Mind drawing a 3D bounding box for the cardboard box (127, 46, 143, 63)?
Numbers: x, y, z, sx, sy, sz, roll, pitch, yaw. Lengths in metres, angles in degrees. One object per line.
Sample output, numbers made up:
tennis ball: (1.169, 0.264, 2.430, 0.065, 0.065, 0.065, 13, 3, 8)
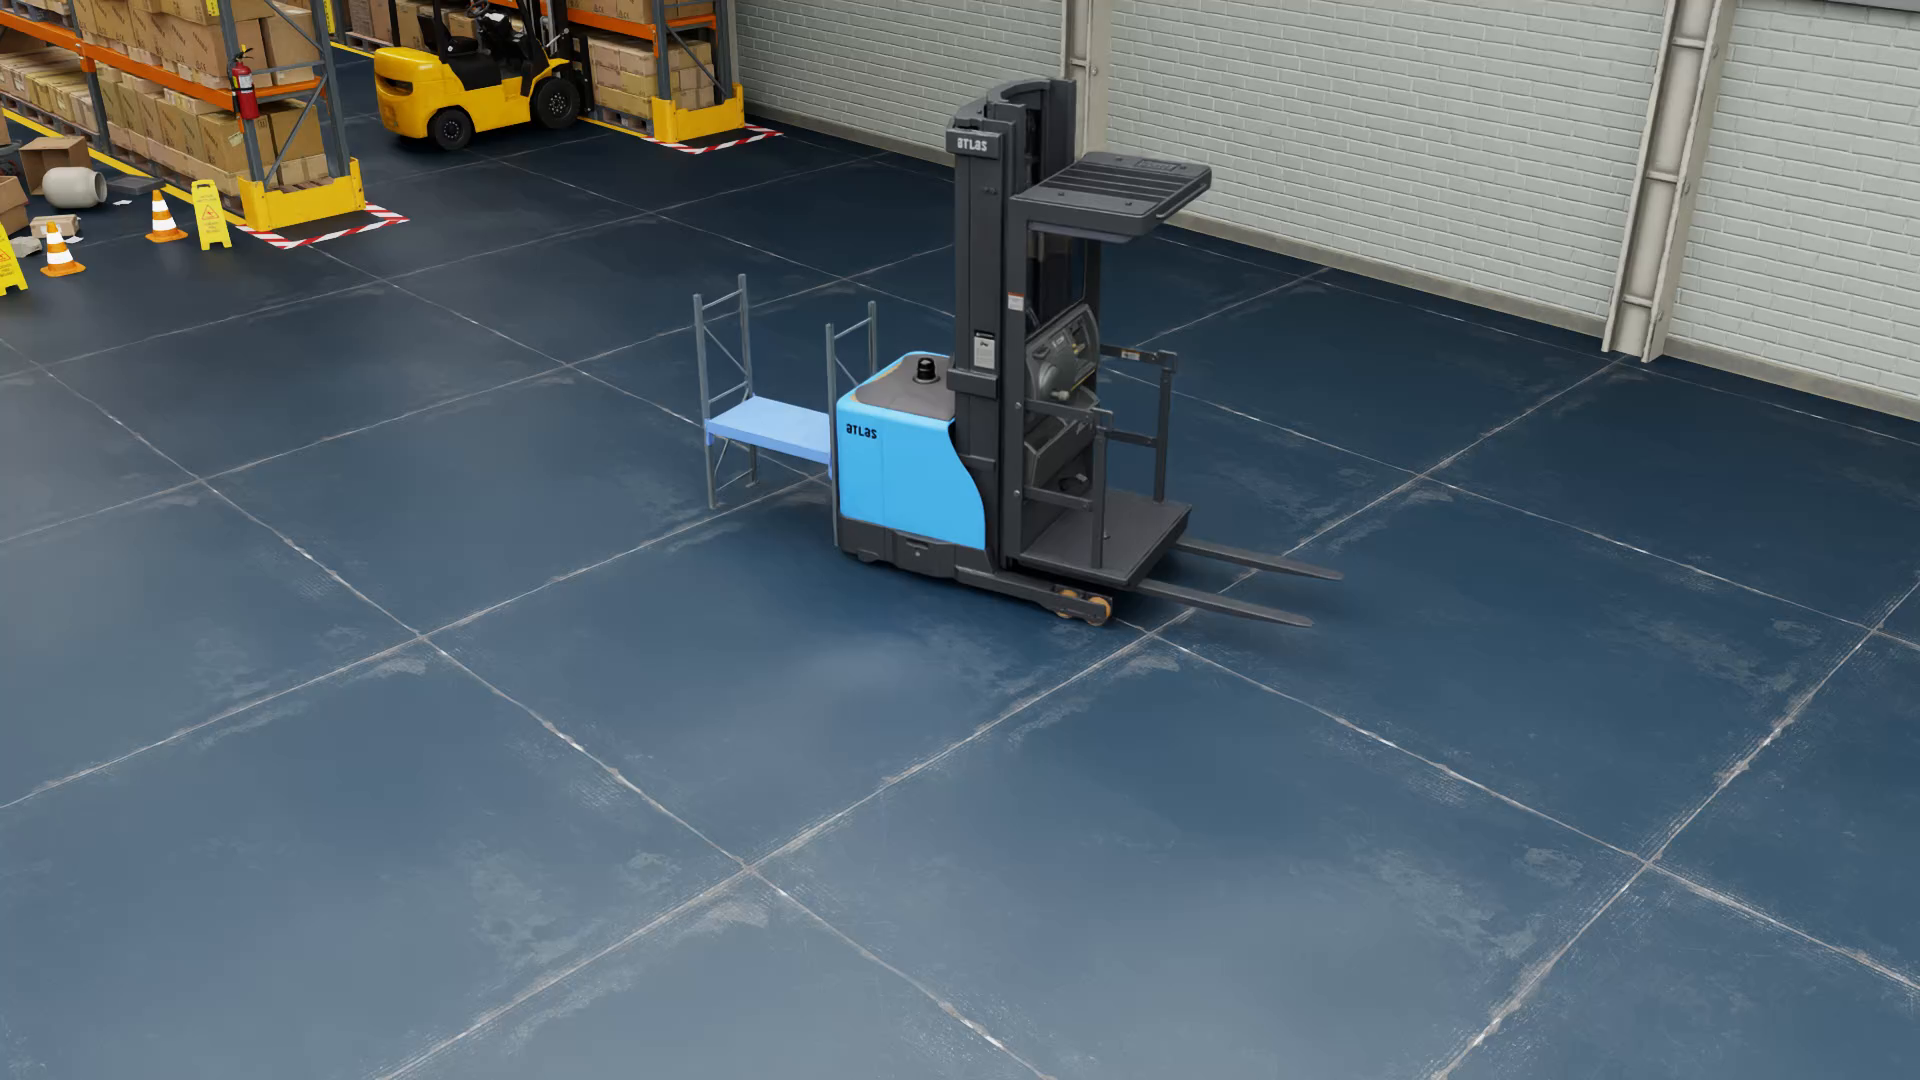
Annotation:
cardboard box: (-8.582, -5.182, 17.646, 0.250, 0.149, 0.380, 25, 37, 39)

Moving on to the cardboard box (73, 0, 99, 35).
cardboard box: (-9.369, -5.863, 18.244, 0.500, 0.500, 0.500, 24, 36, 38)

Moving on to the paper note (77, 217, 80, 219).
paper note: (-9.025, -3.292, 16.993, 0.123, 0.001, 0.032, 25, 36, 38)

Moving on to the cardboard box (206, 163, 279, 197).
cardboard box: (-7.418, -3.769, 17.192, 0.500, 0.250, 0.500, 24, 36, 38)

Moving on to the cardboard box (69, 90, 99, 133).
cardboard box: (-9.863, -5.116, 19.623, 0.950, 0.372, 0.625, -25, 37, -39)

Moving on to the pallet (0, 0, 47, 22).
pallet: (-10.900, -6.511, 20.109, 1.213, 0.211, 1.003, 25, 36, 38)

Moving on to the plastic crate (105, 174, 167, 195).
plastic crate: (-8.943, -3.847, 17.973, 0.583, 0.080, 0.402, 12, 30, 22)

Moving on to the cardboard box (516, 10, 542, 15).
cardboard box: (-5.524, -6.887, 22.046, 0.500, 0.250, 0.500, -24, 36, -38)

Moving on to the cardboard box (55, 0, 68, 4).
cardboard box: (-9.978, -6.360, 18.737, 0.500, 0.500, 0.500, 24, 36, 38)

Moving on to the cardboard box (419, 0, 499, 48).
cardboard box: (-6.938, -7.129, 23.178, 0.625, 0.625, 0.875, 24, 36, 38)

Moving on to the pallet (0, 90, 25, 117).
pallet: (-11.784, -5.739, 21.430, 1.213, 0.211, 1.003, 25, 36, 38)

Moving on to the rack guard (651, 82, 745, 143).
rack guard: (-3.141, -5.152, 20.005, 0.348, 0.500, 1.175, 25, 36, 38)

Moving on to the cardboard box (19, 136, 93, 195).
cardboard box: (-9.678, -4.017, 17.843, 0.500, 0.500, 0.500, -3, 28, -5)

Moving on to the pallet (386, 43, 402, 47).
pallet: (-7.437, -6.963, 23.759, 1.213, 0.211, 1.003, 25, 36, 38)

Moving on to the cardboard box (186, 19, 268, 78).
cardboard box: (-7.216, -4.880, 16.373, 0.500, 0.500, 0.500, 24, 36, 38)

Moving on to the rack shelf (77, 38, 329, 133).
rack shelf: (-8.062, -4.952, 17.712, 4.000, 0.370, 1.077, 25, 36, 38)

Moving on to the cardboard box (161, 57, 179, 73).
cardboard box: (-8.013, -4.952, 17.208, 0.250, 0.149, 0.380, 24, 36, 38)

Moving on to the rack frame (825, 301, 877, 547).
rack frame: (-0.666, -0.723, 10.507, 0.032, 1.500, 0.500, 16, 32, 27)

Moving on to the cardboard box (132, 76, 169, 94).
cardboard box: (-8.647, -4.914, 17.867, 0.380, 0.149, 0.250, -23, 35, -36)

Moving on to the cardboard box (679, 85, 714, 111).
cardboard box: (-3.371, -5.461, 20.409, 0.500, 0.250, 0.500, 25, 37, 39)

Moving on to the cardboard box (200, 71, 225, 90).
cardboard box: (-7.310, -4.604, 16.546, 0.250, 0.149, 0.380, 24, 36, 38)

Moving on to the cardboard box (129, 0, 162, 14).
cardboard box: (-7.944, -5.631, 16.727, 0.500, 0.500, 0.700, 24, 36, 38)

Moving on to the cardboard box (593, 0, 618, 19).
cardboard box: (-4.057, -6.557, 19.882, 0.500, 0.500, 0.500, -24, 36, -38)

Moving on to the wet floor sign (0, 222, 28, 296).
wet floor sign: (-8.625, -2.548, 14.896, 0.232, 0.644, 0.267, 18, 33, 30)

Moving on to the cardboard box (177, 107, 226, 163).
cardboard box: (-7.764, -4.263, 17.325, 0.500, 0.500, 0.500, -24, 36, -37)

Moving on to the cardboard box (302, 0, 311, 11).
cardboard box: (-9.664, -8.190, 25.330, 0.500, 0.500, 0.500, 24, 36, 38)

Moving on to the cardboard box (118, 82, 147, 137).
cardboard box: (-8.866, -4.771, 18.292, 0.500, 0.500, 0.500, -24, 36, -37)

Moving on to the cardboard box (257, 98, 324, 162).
cardboard box: (-7.034, -4.281, 17.360, 0.500, 0.500, 0.500, 23, 36, 37)

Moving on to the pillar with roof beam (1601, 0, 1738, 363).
pillar with roof beam: (2.516, -4.104, 8.879, 0.400, 9.000, 9.100, 25, 36, 38)

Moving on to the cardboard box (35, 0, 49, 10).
cardboard box: (-10.433, -6.238, 19.203, 0.250, 0.149, 0.380, 24, 36, 38)

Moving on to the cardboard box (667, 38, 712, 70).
cardboard box: (-3.368, -5.898, 20.165, 0.500, 0.250, 0.500, 24, 36, 38)

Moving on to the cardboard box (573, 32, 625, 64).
cardboard box: (-4.440, -6.051, 20.457, 0.500, 0.250, 0.500, -25, 37, -39)

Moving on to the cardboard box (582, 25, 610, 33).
cardboard box: (-4.437, -6.396, 21.113, 0.500, 0.250, 0.500, 24, 36, 37)

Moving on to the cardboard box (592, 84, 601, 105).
cardboard box: (-4.413, -5.616, 20.703, 0.500, 0.250, 0.500, -25, 37, -39)

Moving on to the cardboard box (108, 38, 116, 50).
cardboard box: (-9.061, -5.461, 18.176, 0.250, 0.149, 0.380, 24, 36, 38)

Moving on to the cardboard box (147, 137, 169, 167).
cardboard box: (-8.488, -4.267, 18.139, 0.500, 0.250, 0.500, 24, 36, 38)

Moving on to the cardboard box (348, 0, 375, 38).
cardboard box: (-8.427, -7.804, 24.462, 0.875, 0.625, 0.625, -24, 36, -38)

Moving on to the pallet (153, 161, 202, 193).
pallet: (-8.110, -4.084, 18.283, 1.213, 0.211, 1.003, 25, 36, 38)

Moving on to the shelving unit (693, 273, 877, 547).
shelving unit: (-1.101, -0.846, 10.740, 1.048, 1.500, 0.538, 16, 32, 27)

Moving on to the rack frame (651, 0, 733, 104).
rack frame: (-3.158, -6.267, 19.438, 0.127, 3.000, 1.000, 25, 36, 38)

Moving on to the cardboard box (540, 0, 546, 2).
cardboard box: (-5.132, -7.055, 20.831, 0.500, 0.500, 0.500, 24, 36, 38)

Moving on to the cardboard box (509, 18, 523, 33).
cardboard box: (-5.528, -6.551, 21.408, 0.500, 0.250, 0.500, 25, 36, 38)

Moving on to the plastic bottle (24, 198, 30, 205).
plastic bottle: (-9.882, -3.579, 17.485, 0.133, 0.061, 0.283, -18, 33, -31)

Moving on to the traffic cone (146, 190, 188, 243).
traffic cone: (-7.846, -3.207, 16.346, 0.334, 0.463, 0.336, 25, 36, 38)

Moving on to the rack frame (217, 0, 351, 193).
rack frame: (-6.635, -4.618, 16.303, 0.127, 3.000, 1.000, 25, 36, 38)

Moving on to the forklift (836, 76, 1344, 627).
forklift: (0.782, -1.076, 9.640, 3.031, 2.935, 1.130, 14, 31, 24)

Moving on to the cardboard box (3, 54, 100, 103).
cardboard box: (-11.412, -5.825, 20.971, 0.625, 0.372, 0.950, 24, 36, 37)

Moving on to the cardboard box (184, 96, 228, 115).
cardboard box: (-7.698, -4.478, 17.038, 0.380, 0.149, 0.250, -24, 36, -38)

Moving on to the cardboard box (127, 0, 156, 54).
cardboard box: (-8.272, -5.381, 17.326, 0.500, 0.500, 0.500, -25, 37, -39)

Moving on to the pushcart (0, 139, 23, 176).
pushcart: (-11.051, -3.990, 17.925, 0.936, 0.377, 1.648, 12, 30, 22)

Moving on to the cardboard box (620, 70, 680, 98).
cardboard box: (-3.724, -5.512, 19.969, 0.500, 0.250, 0.500, 24, 36, 38)
